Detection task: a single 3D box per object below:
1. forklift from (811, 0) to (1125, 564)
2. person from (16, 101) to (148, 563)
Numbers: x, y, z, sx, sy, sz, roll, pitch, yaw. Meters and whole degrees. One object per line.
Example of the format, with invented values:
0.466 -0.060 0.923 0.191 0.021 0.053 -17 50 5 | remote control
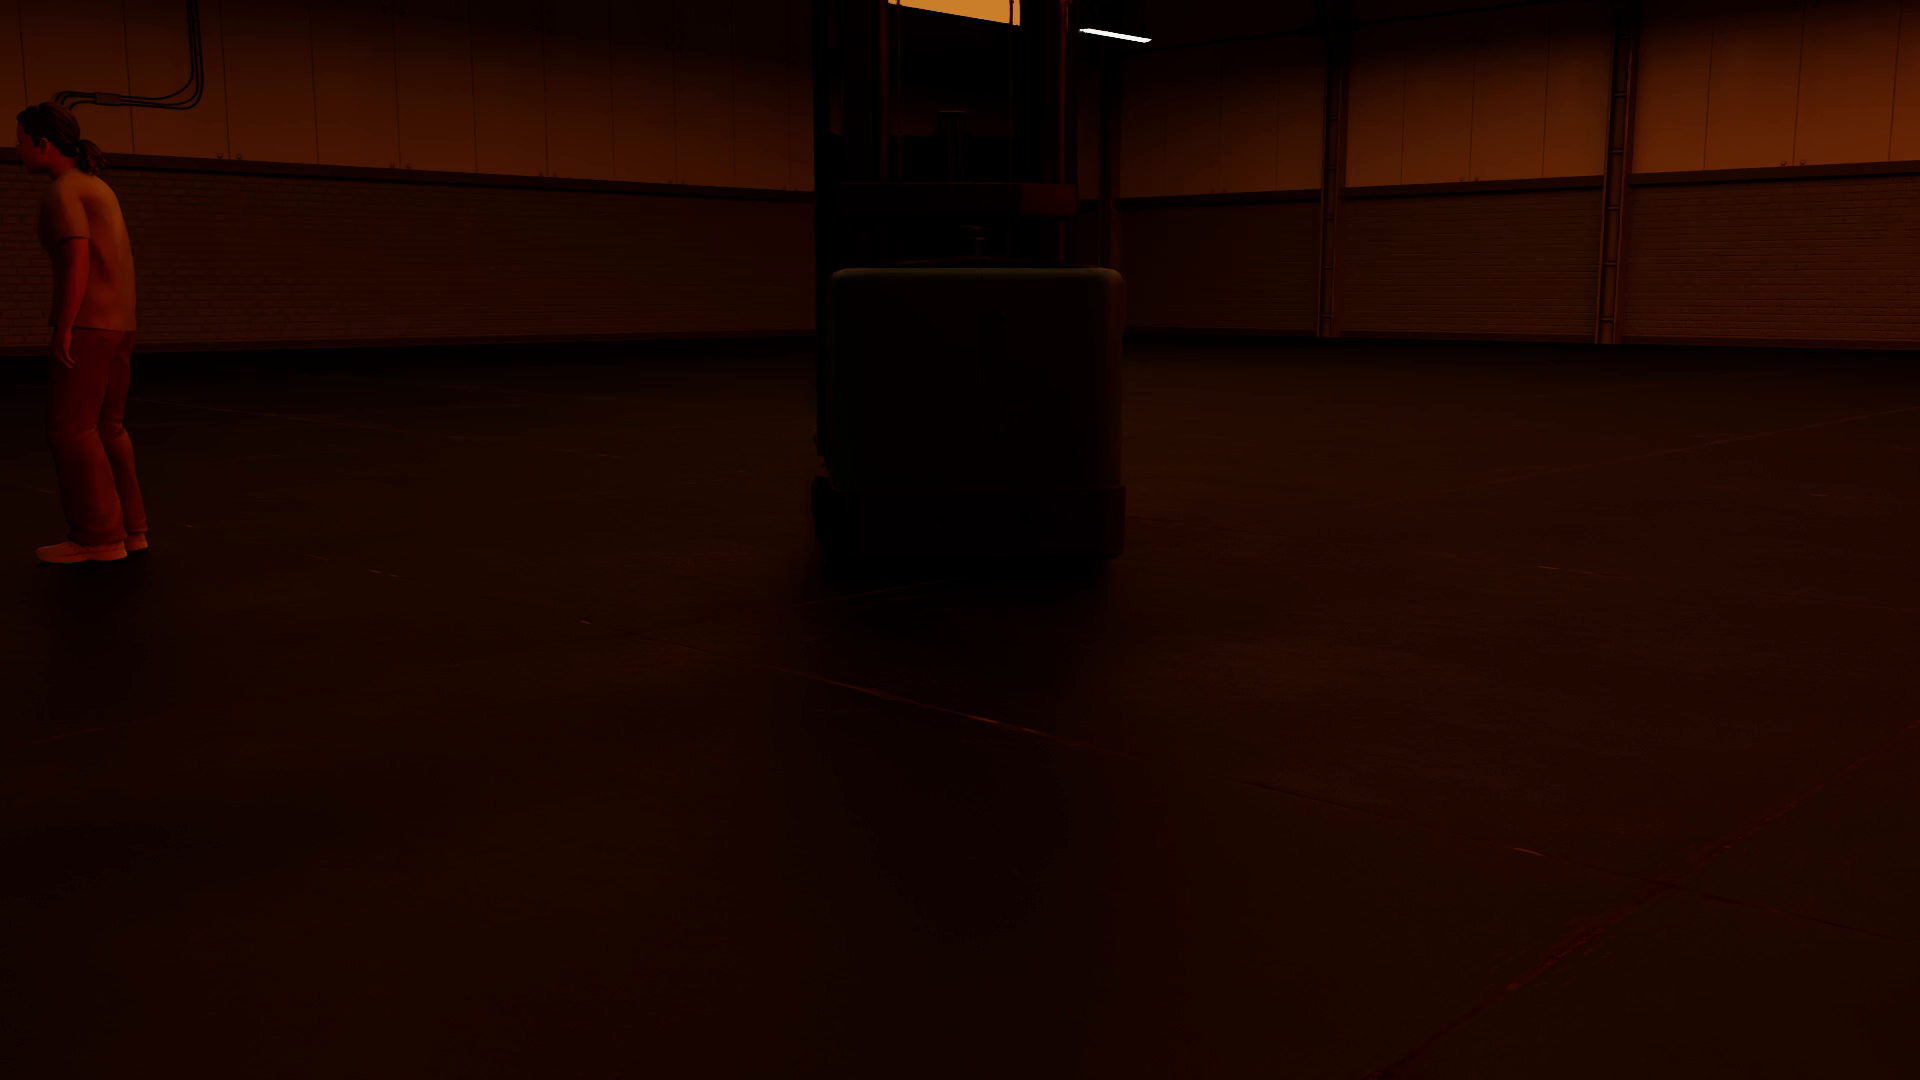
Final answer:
-0.087 -1.541 7.111 1.130 2.935 3.031 -1 9 -6 | forklift
-3.252 -0.761 6.158 0.365 1.671 0.516 -1 9 -9 | person
